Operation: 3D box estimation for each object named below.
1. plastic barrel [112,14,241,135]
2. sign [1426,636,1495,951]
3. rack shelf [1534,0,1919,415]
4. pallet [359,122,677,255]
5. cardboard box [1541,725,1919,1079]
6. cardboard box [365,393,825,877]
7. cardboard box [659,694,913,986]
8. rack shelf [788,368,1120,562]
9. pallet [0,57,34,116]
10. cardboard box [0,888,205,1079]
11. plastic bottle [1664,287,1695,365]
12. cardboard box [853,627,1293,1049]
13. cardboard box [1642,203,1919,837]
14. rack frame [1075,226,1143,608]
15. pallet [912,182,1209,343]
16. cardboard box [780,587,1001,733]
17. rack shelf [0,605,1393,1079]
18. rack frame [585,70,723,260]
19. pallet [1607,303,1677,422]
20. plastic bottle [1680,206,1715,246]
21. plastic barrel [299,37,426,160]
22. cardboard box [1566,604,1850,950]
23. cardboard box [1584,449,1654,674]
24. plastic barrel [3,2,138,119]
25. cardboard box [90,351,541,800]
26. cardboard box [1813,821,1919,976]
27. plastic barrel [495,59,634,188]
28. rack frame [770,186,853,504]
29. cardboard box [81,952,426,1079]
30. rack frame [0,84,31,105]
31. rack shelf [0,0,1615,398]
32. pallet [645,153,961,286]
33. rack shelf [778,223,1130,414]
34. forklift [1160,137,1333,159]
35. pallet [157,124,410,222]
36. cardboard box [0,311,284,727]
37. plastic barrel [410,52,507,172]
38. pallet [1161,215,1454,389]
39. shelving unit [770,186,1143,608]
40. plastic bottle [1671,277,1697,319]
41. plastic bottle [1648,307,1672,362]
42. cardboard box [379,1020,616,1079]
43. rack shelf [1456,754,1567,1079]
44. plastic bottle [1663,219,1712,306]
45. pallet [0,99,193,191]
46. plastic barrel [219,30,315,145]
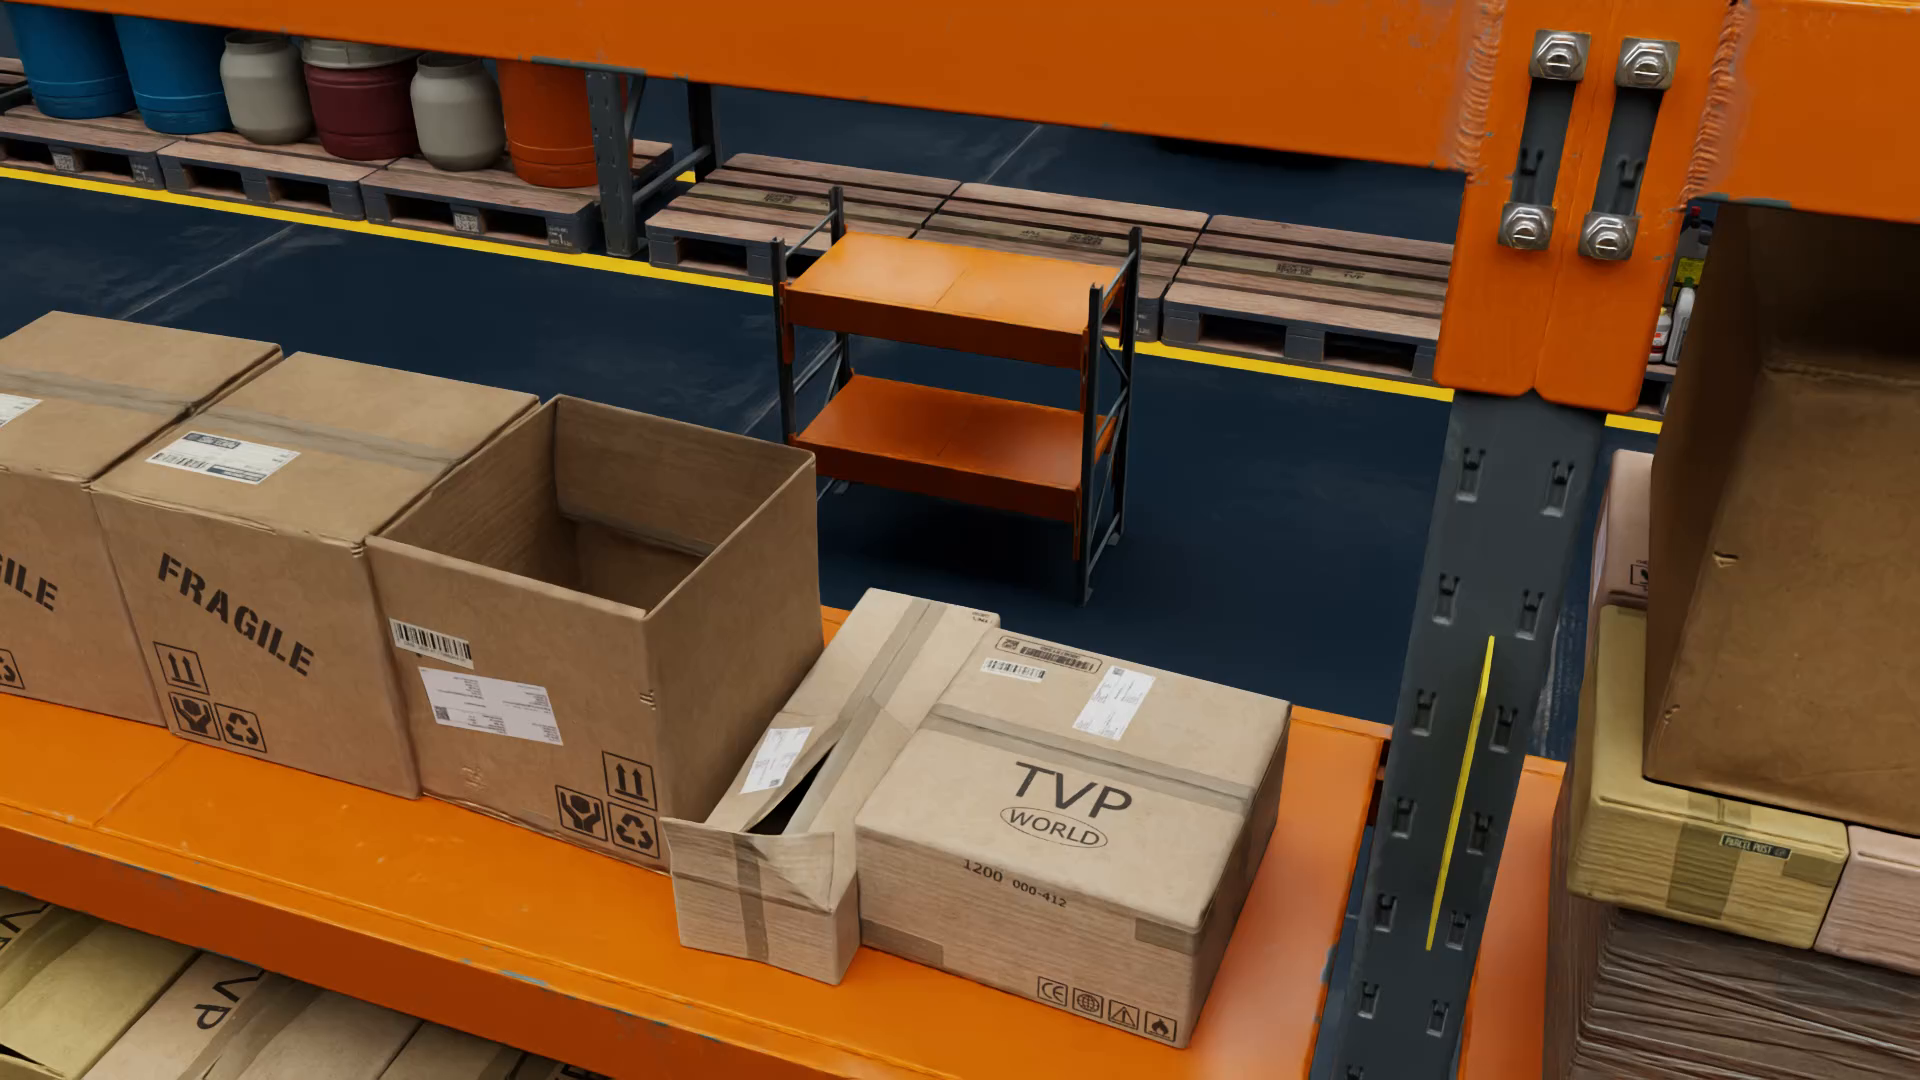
[{"bbox_3d":[-4.027,-2.627,8.601,0.708,0.901,0.600,11,34,16],"label":"plastic barrel"},{"bbox_3d":[0.482,0.248,1.606,0.005,0.325,0.100,11,34,16],"label":"sign"},{"bbox_3d":[2.539,-0.169,1.145,4.000,0.370,1.077,11,34,16],"label":"rack shelf"},{"bbox_3d":[-2.191,-1.790,8.327,1.213,0.211,1.003,11,34,16],"label":"pallet"},{"bbox_3d":[1.076,0.459,2.182,0.500,0.500,0.700,10,34,15],"label":"cardboard box"},{"bbox_3d":[-0.557,0.135,2.683,0.500,0.500,0.500,14,35,20],"label":"cardboard box"},{"bbox_3d":[-0.234,0.412,2.471,0.258,0.266,0.396,10,34,15],"label":"cardboard box"},{"bbox_3d":[-0.006,-0.268,5.579,1.000,0.278,0.538,11,34,16],"label":"rack shelf"},{"bbox_3d":[-5.906,-2.513,9.448,1.213,0.211,1.003,11,34,16],"label":"pallet"},{"bbox_3d":[-1.739,0.866,3.274,0.500,0.311,0.500,10,34,15],"label":"cardboard box"},{"bbox_3d":[2.796,-0.819,6.359,0.135,0.276,0.152,12,35,18],"label":"plastic bottle"},{"bbox_3d":[0.178,0.418,2.476,0.500,0.250,0.500,13,35,19],"label":"cardboard box"},{"bbox_3d":[1.076,-0.087,1.830,0.500,0.500,0.700,11,34,17],"label":"cardboard box"},{"bbox_3d":[0.472,-0.381,5.303,0.032,1.125,0.500,11,34,16],"label":"rack frame"},{"bbox_3d":[0.426,-1.281,7.539,1.213,0.211,1.003,11,34,16],"label":"pallet"},{"bbox_3d":[-0.109,0.262,2.811,0.250,0.149,0.380,11,34,16],"label":"cardboard box"},{"bbox_3d":[-1.227,0.359,3.092,4.000,0.370,1.077,11,34,16],"label":"rack shelf"},{"bbox_3d":[-1.435,-2.838,7.380,0.127,3.000,1.000,11,34,16],"label":"rack frame"},{"bbox_3d":[2.949,-0.790,6.780,1.213,0.211,1.003,11,34,16],"label":"pallet"},{"bbox_3d":[3.034,-1.207,6.891,0.185,0.351,0.144,10,34,15],"label":"plastic bottle"},{"bbox_3d":[-2.964,-2.289,8.366,0.708,0.588,0.600,11,34,16],"label":"plastic barrel"},{"bbox_3d":[0.844,0.256,1.898,0.250,0.149,0.380,11,34,16],"label":"cardboard box"},{"bbox_3d":[0.984,0.048,2.219,0.250,0.149,0.380,11,34,16],"label":"cardboard box"},{"bbox_3d":[-4.694,-2.757,8.801,0.708,0.901,0.600,11,34,16],"label":"plastic barrel"},{"bbox_3d":[-1.029,0.044,2.825,0.500,0.500,0.500,11,34,17],"label":"cardboard box"},{"bbox_3d":[1.080,0.302,1.827,0.250,0.149,0.380,12,35,17],"label":"cardboard box"},{"bbox_3d":[-1.901,-2.184,7.980,0.708,0.830,0.600,11,34,16],"label":"plastic barrel"},{"bbox_3d":[-0.485,-0.567,5.591,0.032,1.125,0.500,11,34,16],"label":"rack frame"},{"bbox_3d":[-1.255,0.960,3.129,0.500,0.311,0.500,11,34,16],"label":"cardboard box"},{"bbox_3d":[-5.200,-3.570,8.514,0.127,3.000,1.000,11,34,16],"label":"rack frame"},{"bbox_3d":[-1.227,-0.901,2.279,4.000,0.370,1.077,11,34,16],"label":"rack shelf"},{"bbox_3d":[-0.719,-1.505,7.886,1.213,0.211,1.003,11,34,16],"label":"pallet"},{"bbox_3d":[-0.006,-0.720,5.288,1.000,0.278,0.538,11,34,16],"label":"rack shelf"},{"bbox_3d":[2.049,-4.018,9.272,1.130,2.935,3.031,12,35,18],"label":"forklift"},{"bbox_3d":[-3.336,-2.014,8.674,1.213,0.211,1.003,11,34,16],"label":"pallet"},{"bbox_3d":[-1.524,-0.053,2.974,0.500,0.500,0.500,9,34,14],"label":"cardboard box"},{"bbox_3d":[-2.463,-2.108,8.156,0.421,0.512,0.421,0,33,0],"label":"plastic barrel"},{"bbox_3d":[1.578,-1.058,7.195,1.213,0.211,1.003,11,34,16],"label":"pallet"},{"bbox_3d":[-0.006,-0.474,5.447,1.048,1.125,0.538,11,34,16],"label":"shelving unit"},{"bbox_3d":[2.832,-0.877,6.441,0.133,0.283,0.061,11,34,16],"label":"plastic bottle"},{"bbox_3d":[2.674,-0.796,6.392,0.097,0.201,0.097,0,33,0],"label":"plastic bottle"},{"bbox_3d":[-0.783,1.053,2.984,0.500,0.311,0.500,11,34,16],"label":"cardboard box"},{"bbox_3d":[2.539,1.091,1.958,4.000,0.370,1.077,11,34,16],"label":"rack shelf"},{"bbox_3d":[2.985,-1.134,6.777,0.185,0.351,0.144,11,34,16],"label":"plastic bottle"},{"bbox_3d":[-4.488,-2.236,9.019,1.213,0.211,1.003,11,34,16],"label":"pallet"},{"bbox_3d":[-3.526,-2.314,8.476,0.421,0.512,0.421,0,33,0],"label":"plastic barrel"}]
